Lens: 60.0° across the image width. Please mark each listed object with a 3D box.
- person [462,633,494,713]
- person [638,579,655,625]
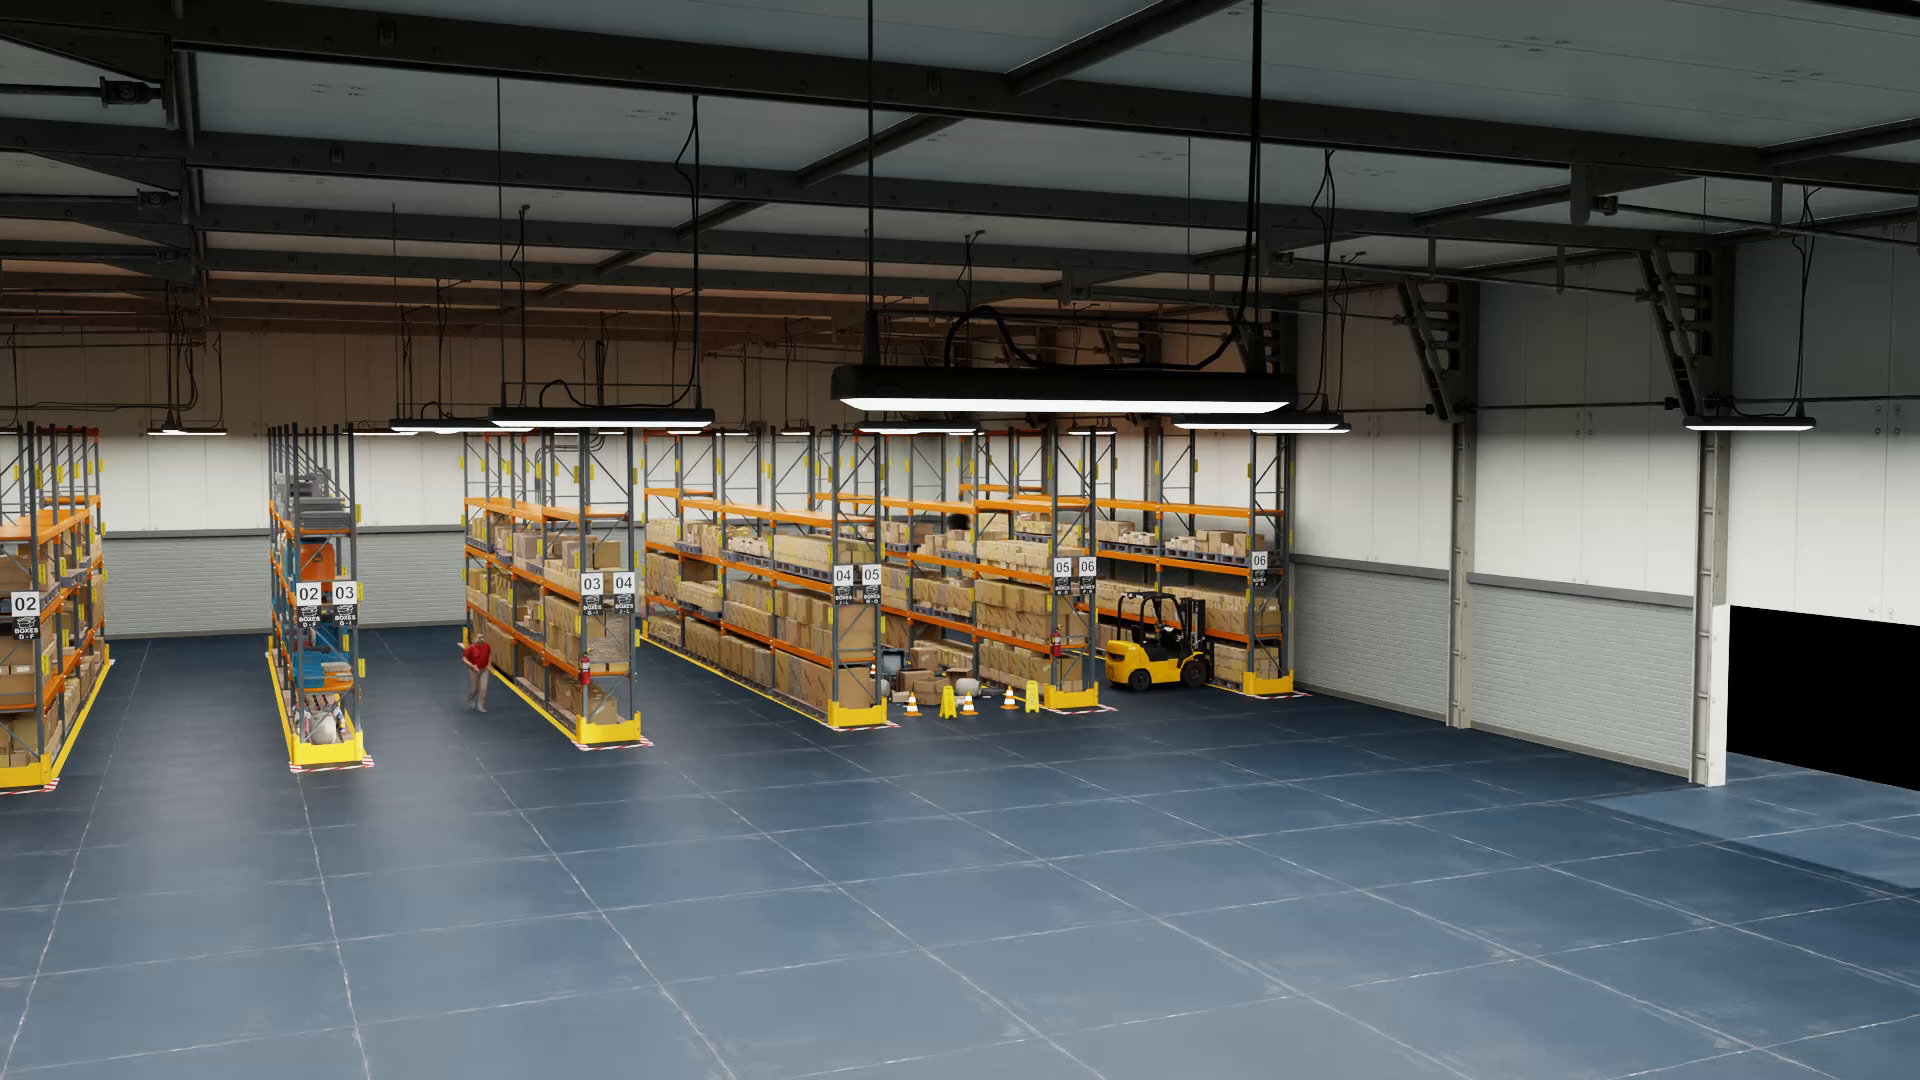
[{"bbox_3d":[-10.128,2.767,34.880,0.659,1.678,0.775,-2,4,-34],"label":"person"},{"bbox_3d":[-9.209,1.931,49.225,0.628,1.608,0.704,1,4,11],"label":"person"}]
